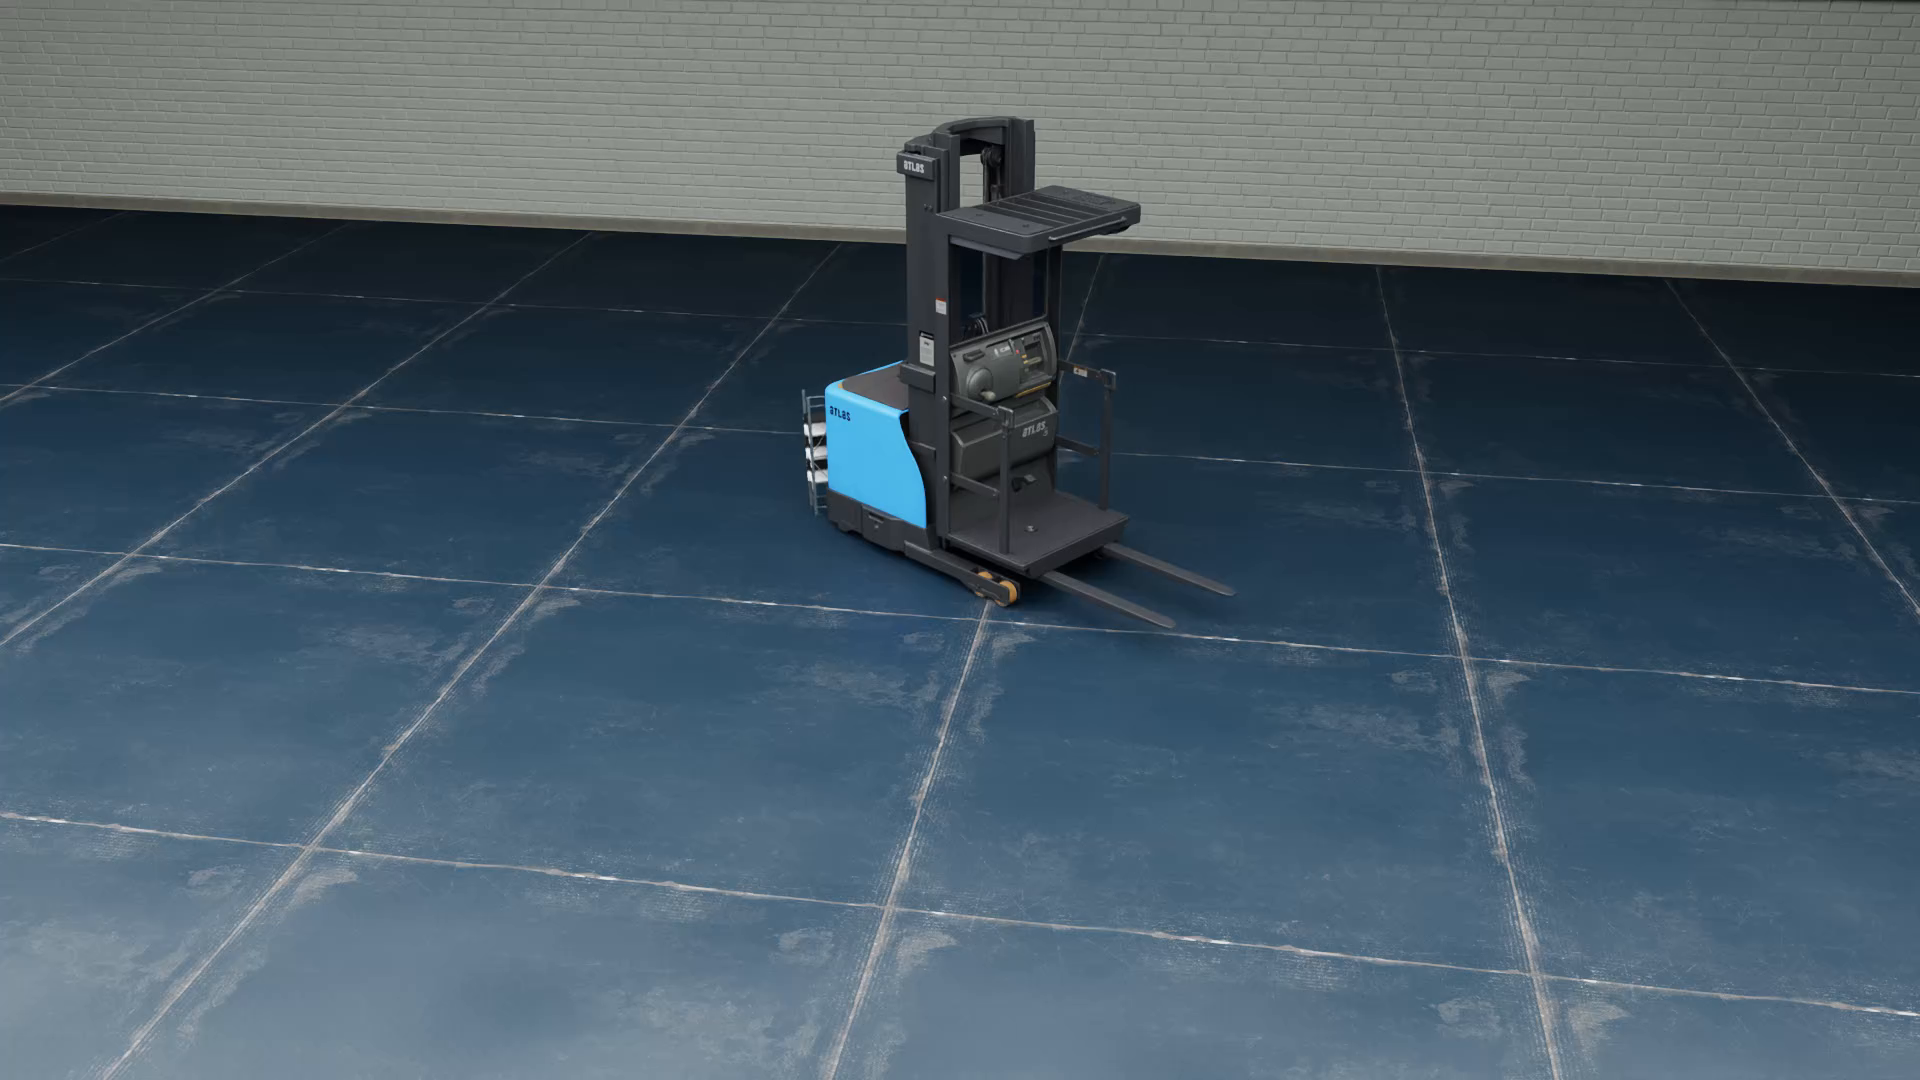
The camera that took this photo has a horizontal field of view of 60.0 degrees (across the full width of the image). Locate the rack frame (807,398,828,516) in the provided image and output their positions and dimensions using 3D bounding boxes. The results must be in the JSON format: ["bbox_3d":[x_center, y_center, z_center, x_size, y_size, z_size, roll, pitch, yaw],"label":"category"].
[{"bbox_3d":[-0.958,-0.607,12.005,0.240,0.900,0.006,-8,24,-13],"label":"rack frame"}]

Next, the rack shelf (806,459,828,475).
[{"bbox_3d":[-0.979,-0.532,12.145,0.258,0.077,0.200,-8,24,-13],"label":"rack shelf"}]

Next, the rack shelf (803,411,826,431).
[{"bbox_3d":[-0.991,-0.863,12.002,0.258,0.077,0.200,-8,24,-13],"label":"rack shelf"}]

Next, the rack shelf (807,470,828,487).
[{"bbox_3d":[-0.976,-0.450,12.181,0.258,0.077,0.200,-8,24,-13],"label":"rack shelf"}]

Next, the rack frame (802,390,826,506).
[{"bbox_3d":[-1.009,-0.684,12.187,0.240,0.900,0.006,-8,24,-13],"label":"rack frame"}]

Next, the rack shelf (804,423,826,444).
[{"bbox_3d":[-0.988,-0.780,12.038,0.258,0.077,0.200,-8,24,-13],"label":"rack shelf"}]

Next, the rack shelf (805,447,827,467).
[{"bbox_3d":[-0.982,-0.615,12.109,0.258,0.077,0.200,-8,24,-13],"label":"rack shelf"}]

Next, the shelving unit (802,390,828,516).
[{"bbox_3d":[-0.983,-0.646,12.096,0.258,0.900,0.210,-8,24,-13],"label":"shelving unit"}]

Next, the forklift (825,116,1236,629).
[{"bbox_3d":[0.444,-1.141,10.775,3.031,2.935,1.130,23,33,40],"label":"forklift"}]

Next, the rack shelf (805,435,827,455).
[{"bbox_3d":[-0.985,-0.698,12.073,0.258,0.077,0.200,-8,24,-13],"label":"rack shelf"}]
